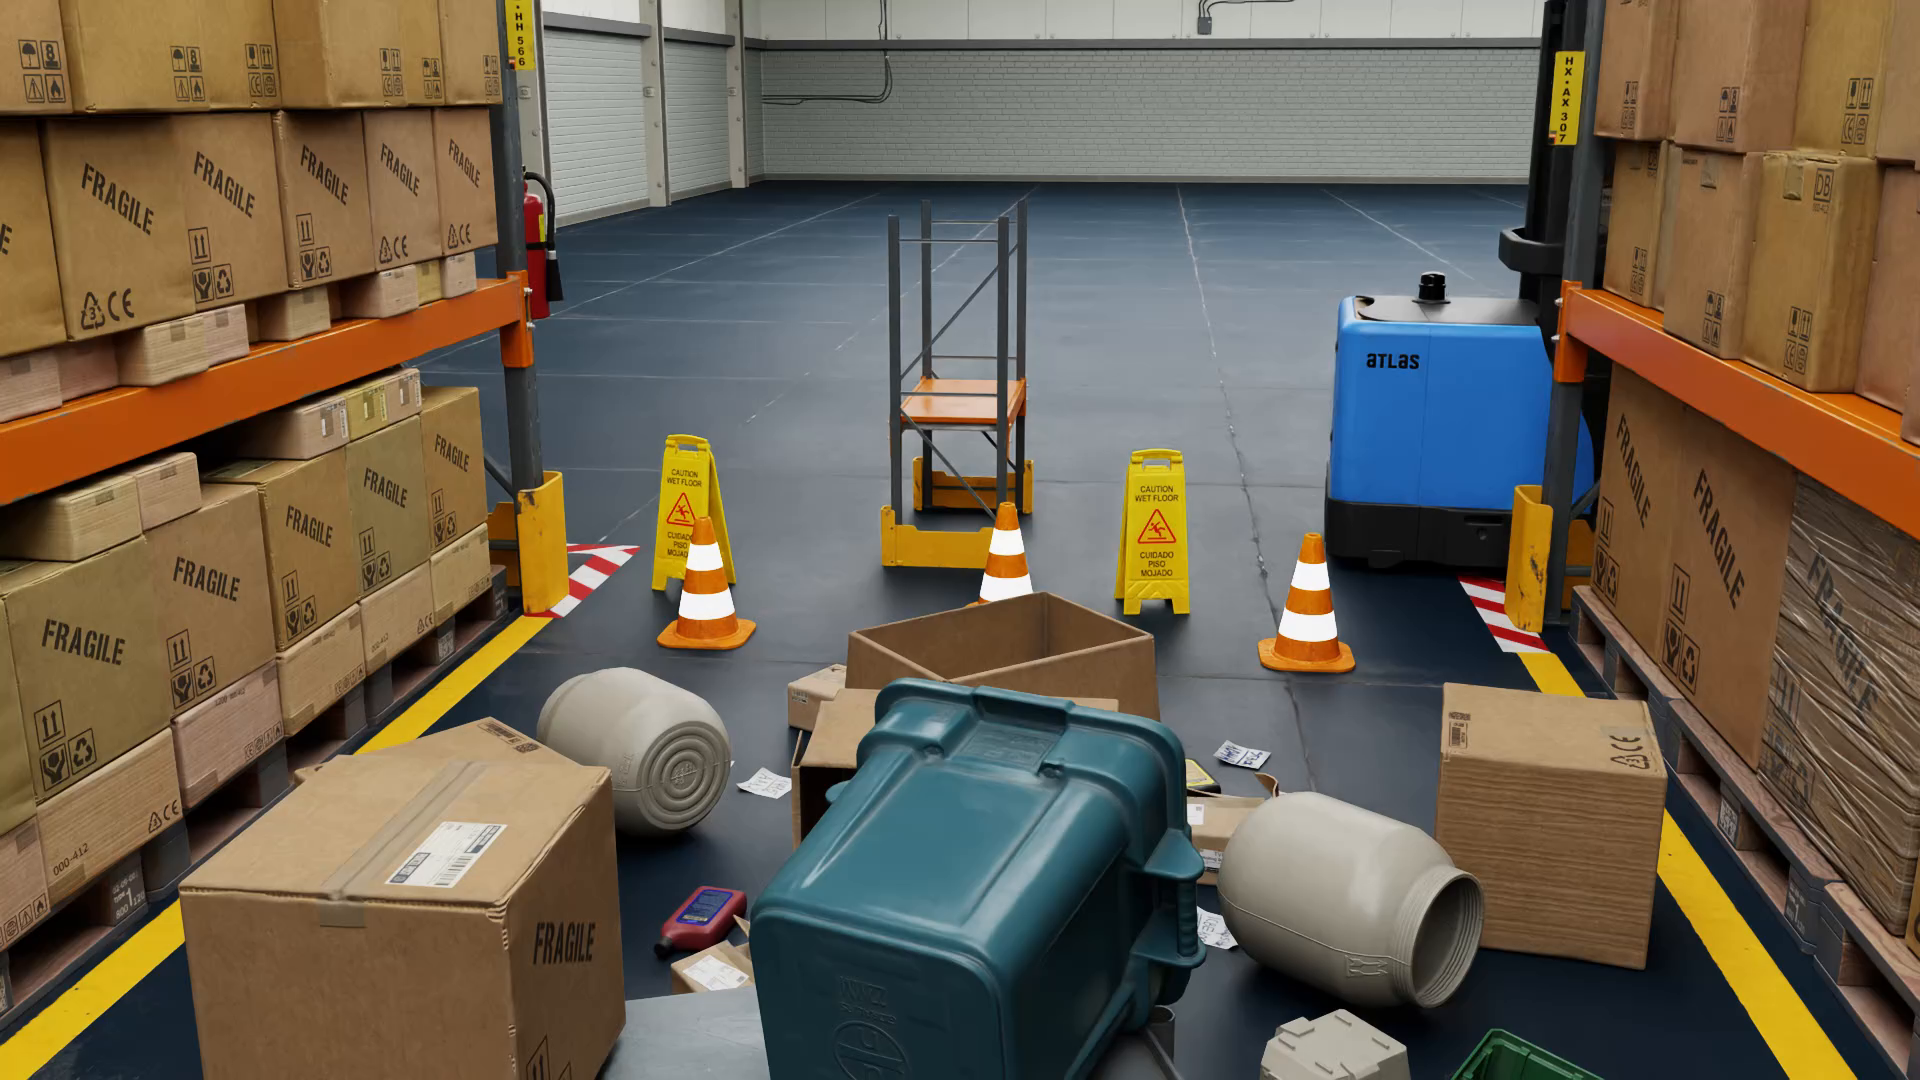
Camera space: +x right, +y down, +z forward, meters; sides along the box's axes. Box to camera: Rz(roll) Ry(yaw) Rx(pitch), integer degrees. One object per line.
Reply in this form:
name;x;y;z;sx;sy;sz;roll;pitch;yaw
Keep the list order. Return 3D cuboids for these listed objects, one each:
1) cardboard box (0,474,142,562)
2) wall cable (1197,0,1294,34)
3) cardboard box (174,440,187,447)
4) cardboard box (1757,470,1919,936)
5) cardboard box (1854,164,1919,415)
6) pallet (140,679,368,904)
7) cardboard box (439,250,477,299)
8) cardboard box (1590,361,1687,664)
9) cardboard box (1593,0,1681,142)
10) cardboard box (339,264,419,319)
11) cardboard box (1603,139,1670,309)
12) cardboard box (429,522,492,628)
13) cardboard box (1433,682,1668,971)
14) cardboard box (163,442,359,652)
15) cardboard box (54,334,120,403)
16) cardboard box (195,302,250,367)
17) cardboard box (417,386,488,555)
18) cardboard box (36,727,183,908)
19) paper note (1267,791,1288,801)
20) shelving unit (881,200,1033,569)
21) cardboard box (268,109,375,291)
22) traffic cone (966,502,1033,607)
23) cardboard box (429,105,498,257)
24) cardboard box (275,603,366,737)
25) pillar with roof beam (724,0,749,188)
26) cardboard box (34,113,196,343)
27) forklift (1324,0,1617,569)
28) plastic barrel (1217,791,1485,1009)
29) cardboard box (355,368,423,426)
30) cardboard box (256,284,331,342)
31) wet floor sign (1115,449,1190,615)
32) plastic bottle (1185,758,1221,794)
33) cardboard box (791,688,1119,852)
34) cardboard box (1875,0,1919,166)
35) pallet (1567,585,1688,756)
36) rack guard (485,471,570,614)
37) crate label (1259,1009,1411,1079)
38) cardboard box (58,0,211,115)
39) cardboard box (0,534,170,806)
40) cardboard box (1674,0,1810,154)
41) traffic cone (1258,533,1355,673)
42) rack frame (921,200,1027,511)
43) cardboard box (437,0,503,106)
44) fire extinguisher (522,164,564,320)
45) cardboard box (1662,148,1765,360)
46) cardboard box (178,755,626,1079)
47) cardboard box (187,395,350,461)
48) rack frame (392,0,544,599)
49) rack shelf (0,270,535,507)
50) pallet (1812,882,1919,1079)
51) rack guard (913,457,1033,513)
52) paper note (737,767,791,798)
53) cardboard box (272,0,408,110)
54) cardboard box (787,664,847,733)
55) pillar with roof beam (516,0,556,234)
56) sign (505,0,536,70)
cardboard box;-2.182;-0.059;3.916;0.380;0.149;0.250;2;15;8
wall cable;6.361;-13.987;35.636;2.305;6.003;0.169;2;15;6
cardboard box;-2.618;-0.131;5.426;0.500;0.500;0.500;1;15;4
cardboard box;2.522;0.349;3.892;0.875;0.875;0.875;2;15;7
cardboard box;2.531;-0.528;3.580;0.875;0.550;0.550;2;15;6
pallet;-2.470;0.655;4.837;1.003;0.211;1.213;2;15;6
cardboard box;-1.943;-0.943;5.884;0.380;0.149;0.250;2;15;6
cardboard box;2.724;-0.116;5.611;0.875;0.875;0.875;2;15;7
cardboard box;2.654;-1.615;5.533;0.875;0.550;0.550;2;15;6
cardboard box;-1.992;-0.809;5.390;0.380;0.149;0.250;2;15;7
cardboard box;2.738;-1.092;5.665;0.875;0.550;0.550;2;15;6
cardboard box;-2.022;0.112;5.964;0.500;0.250;0.500;2;15;6
cardboard box;1.439;0.693;4.136;0.500;0.500;0.500;4;16;16
cardboard box;-2.146;0.008;4.913;0.500;0.500;0.500;1;15;5
cardboard box;-2.254;-0.420;3.950;0.380;0.149;0.250;2;15;6
cardboard box;-2.138;-0.548;4.422;0.380;0.149;0.250;2;15;6
cardboard box;-2.026;-0.258;5.897;0.500;0.500;0.500;2;15;7
cardboard box;-2.262;0.642;4.005;0.500;0.250;0.500;3;15;9
paper note;0.917;0.756;4.846;0.032;0.001;0.123;11;19;35
shelving unit;0.009;-0.744;7.539;0.587;1.500;1.083;2;15;6
cardboard box;-2.103;-1.020;4.926;0.500;0.500;0.500;2;15;6
traffic cone;0.180;0.082;6.471;0.336;0.463;0.334;2;15;6
cardboard box;-1.982;-1.279;5.885;0.500;0.500;0.500;1;15;5
cardboard box;-2.139;0.376;4.989;0.500;0.250;0.500;1;15;4
pillar with roof beam;-0.439;-11.778;33.978;9.100;9.000;0.400;2;15;6
cardboard box;-2.217;-0.757;3.955;0.500;0.500;0.500;2;15;6
forklift;3.154;-1.328;6.959;3.031;2.935;1.130;3;15;12
plastic barrel;0.887;0.825;3.800;0.421;0.421;0.512;-14;20;-42
cardboard box;-2.001;-0.474;5.453;0.380;0.149;0.250;2;15;8
cardboard box;-2.099;-0.678;4.904;0.380;0.149;0.250;2;15;6
wet floor sign;0.771;-0.046;6.596;0.267;0.644;0.232;-1;15;-3
plastic bottle;0.678;0.723;4.873;0.133;0.061;0.283;-4;16;-13
cardboard box;0.025;0.676;3.938;0.797;0.637;0.503;2;15;6
cardboard box;2.503;-1.050;3.442;0.875;0.550;0.550;2;15;6
pallet;2.722;0.439;5.634;1.003;0.211;1.213;2;15;6
rack guard;-2.204;-0.010;6.741;1.175;0.500;0.348;2;15;6
crate label;0.767;1.082;3.399;0.298;0.136;0.250;-10;18;-32
cardboard box;-2.218;-1.242;3.833;0.700;0.500;0.500;1;15;5
cardboard box;-2.263;0.279;3.909;0.500;0.500;0.500;2;15;9
cardboard box;2.486;-1.329;4.473;0.875;0.550;0.550;2;15;6
traffic cone;1.264;0.204;6.022;0.336;0.463;0.334;2;15;6
rack frame;0.067;-0.878;8.036;0.500;1.500;0.032;2;15;6
cardboard box;-2.036;-1.772;5.792;0.700;0.500;0.500;1;15;5
fire extinguisher;-1.724;-1.215;6.558;0.296;0.674;0.183;2;15;6
cardboard box;2.510;-0.807;4.612;0.875;0.550;0.550;2;15;6
cardboard box;-0.874;0.687;2.714;0.500;0.500;0.500;2;15;6
cardboard box;-2.064;-0.341;4.960;0.380;0.149;0.250;2;15;9
rack frame;-2.195;-1.236;6.488;1.000;3.000;0.127;2;15;6
rack shelf;-2.421;-0.370;4.663;1.077;0.370;4.000;2;15;6
pallet;2.447;1.072;3.294;1.003;0.211;1.213;2;15;6
rack guard;0.065;-0.270;8.180;0.587;0.250;0.087;2;15;6
paper note;-0.569;0.722;4.955;0.148;0.019;0.142;7;17;25
cardboard box;-2.056;-1.506;4.807;0.700;0.500;0.500;2;15;6
cardboard box;-0.336;0.539;5.383;0.380;0.149;0.250;11;19;35
pillar with roof beam;-1.793;-8.665;22.468;9.100;9.000;0.400;2;15;6
sign;-1.646;-1.926;6.216;0.100;0.325;0.005;2;15;6
